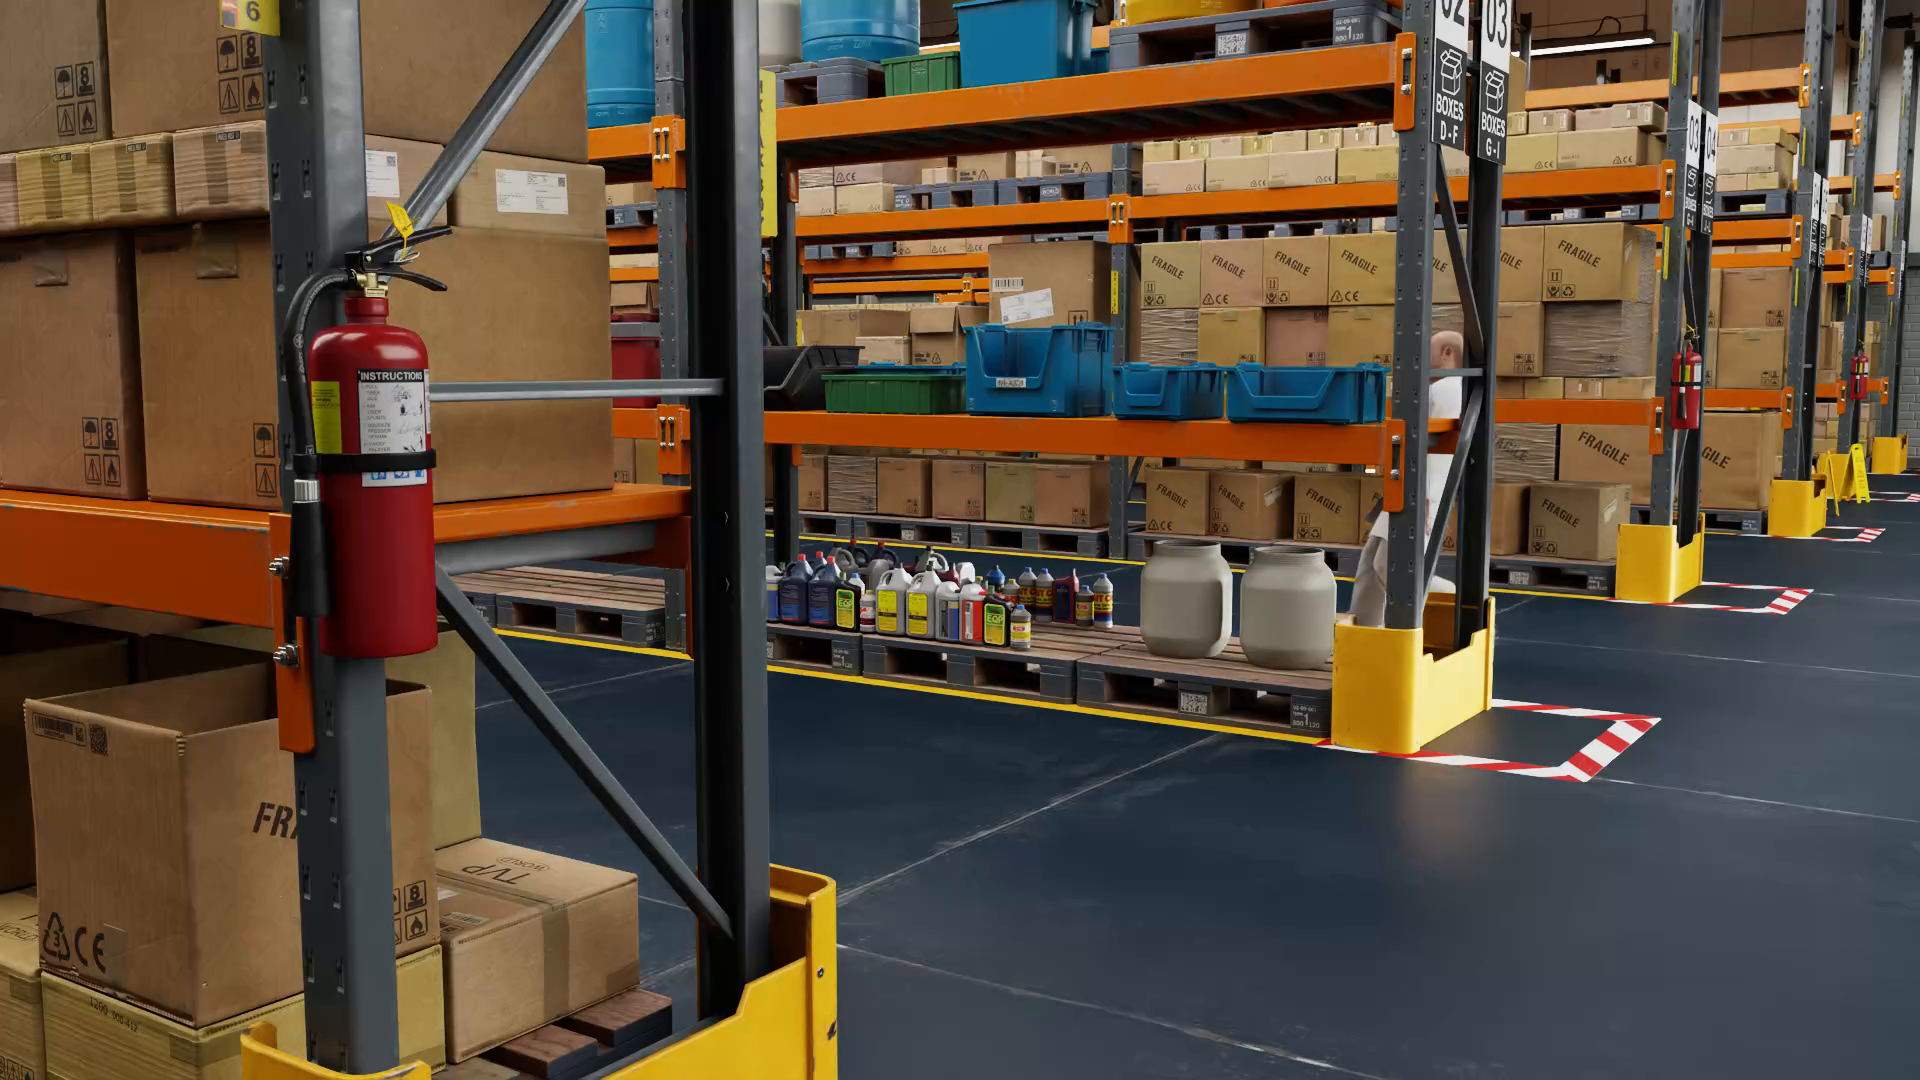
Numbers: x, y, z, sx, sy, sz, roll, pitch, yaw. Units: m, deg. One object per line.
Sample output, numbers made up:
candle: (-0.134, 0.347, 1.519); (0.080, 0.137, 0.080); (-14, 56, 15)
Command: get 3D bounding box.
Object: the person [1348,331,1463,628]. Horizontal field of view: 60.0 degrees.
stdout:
person: (2.263, -0.211, 8.528); (0.907, 1.708, 0.653); (1, 6, 12)
